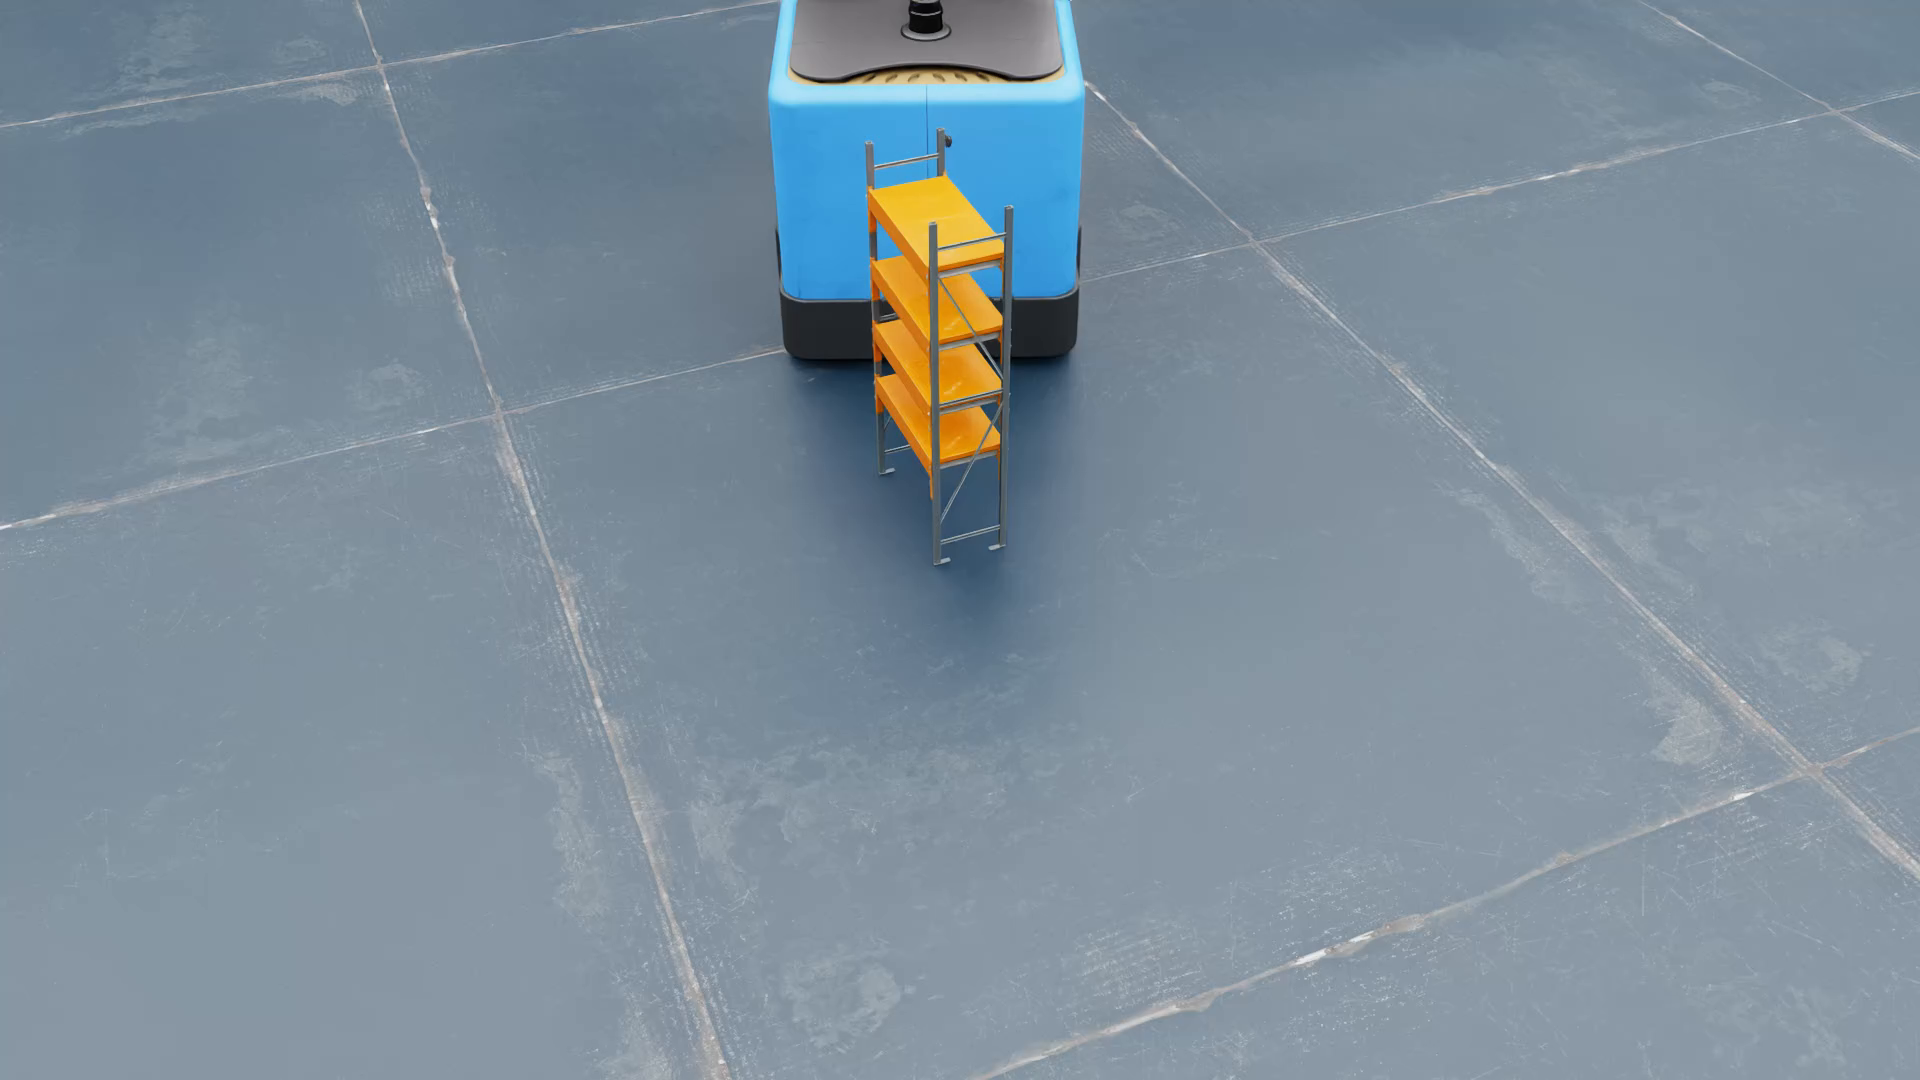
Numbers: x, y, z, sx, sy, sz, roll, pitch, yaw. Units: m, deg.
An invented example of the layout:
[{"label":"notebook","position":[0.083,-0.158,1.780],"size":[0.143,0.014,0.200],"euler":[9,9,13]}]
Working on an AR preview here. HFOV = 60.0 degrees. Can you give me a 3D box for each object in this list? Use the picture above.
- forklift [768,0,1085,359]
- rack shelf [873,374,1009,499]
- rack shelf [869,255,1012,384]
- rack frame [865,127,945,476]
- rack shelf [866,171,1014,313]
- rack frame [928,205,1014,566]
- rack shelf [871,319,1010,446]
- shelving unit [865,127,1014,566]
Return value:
[{"label":"forklift","position":[-0.137,-2.688,6.128],"size":[1.130,2.935,3.031],"euler":[-1,41,-1]},{"label":"rack shelf","position":[-0.063,-0.353,5.148],"size":[0.258,0.148,0.480],"euler":[-15,43,-17]},{"label":"rack shelf","position":[-0.063,-0.673,4.873],"size":[0.258,0.148,0.480],"euler":[-15,43,-17]},{"label":"rack frame","position":[-0.157,-0.702,5.146],"size":[0.240,1.200,0.015],"euler":[-15,43,-17]},{"label":"rack shelf","position":[-0.063,-0.853,4.719],"size":[0.258,0.148,0.480],"euler":[-15,43,-17]},{"label":"rack frame","position":[0.030,-0.408,4.804],"size":[0.240,1.200,0.015],"euler":[-15,43,-17]},{"label":"rack shelf","position":[-0.063,-0.504,5.019],"size":[0.258,0.148,0.480],"euler":[-15,43,-17]},{"label":"shelving unit","position":[-0.063,-0.555,4.975],"size":[0.258,1.200,0.503],"euler":[-15,43,-17]}]
